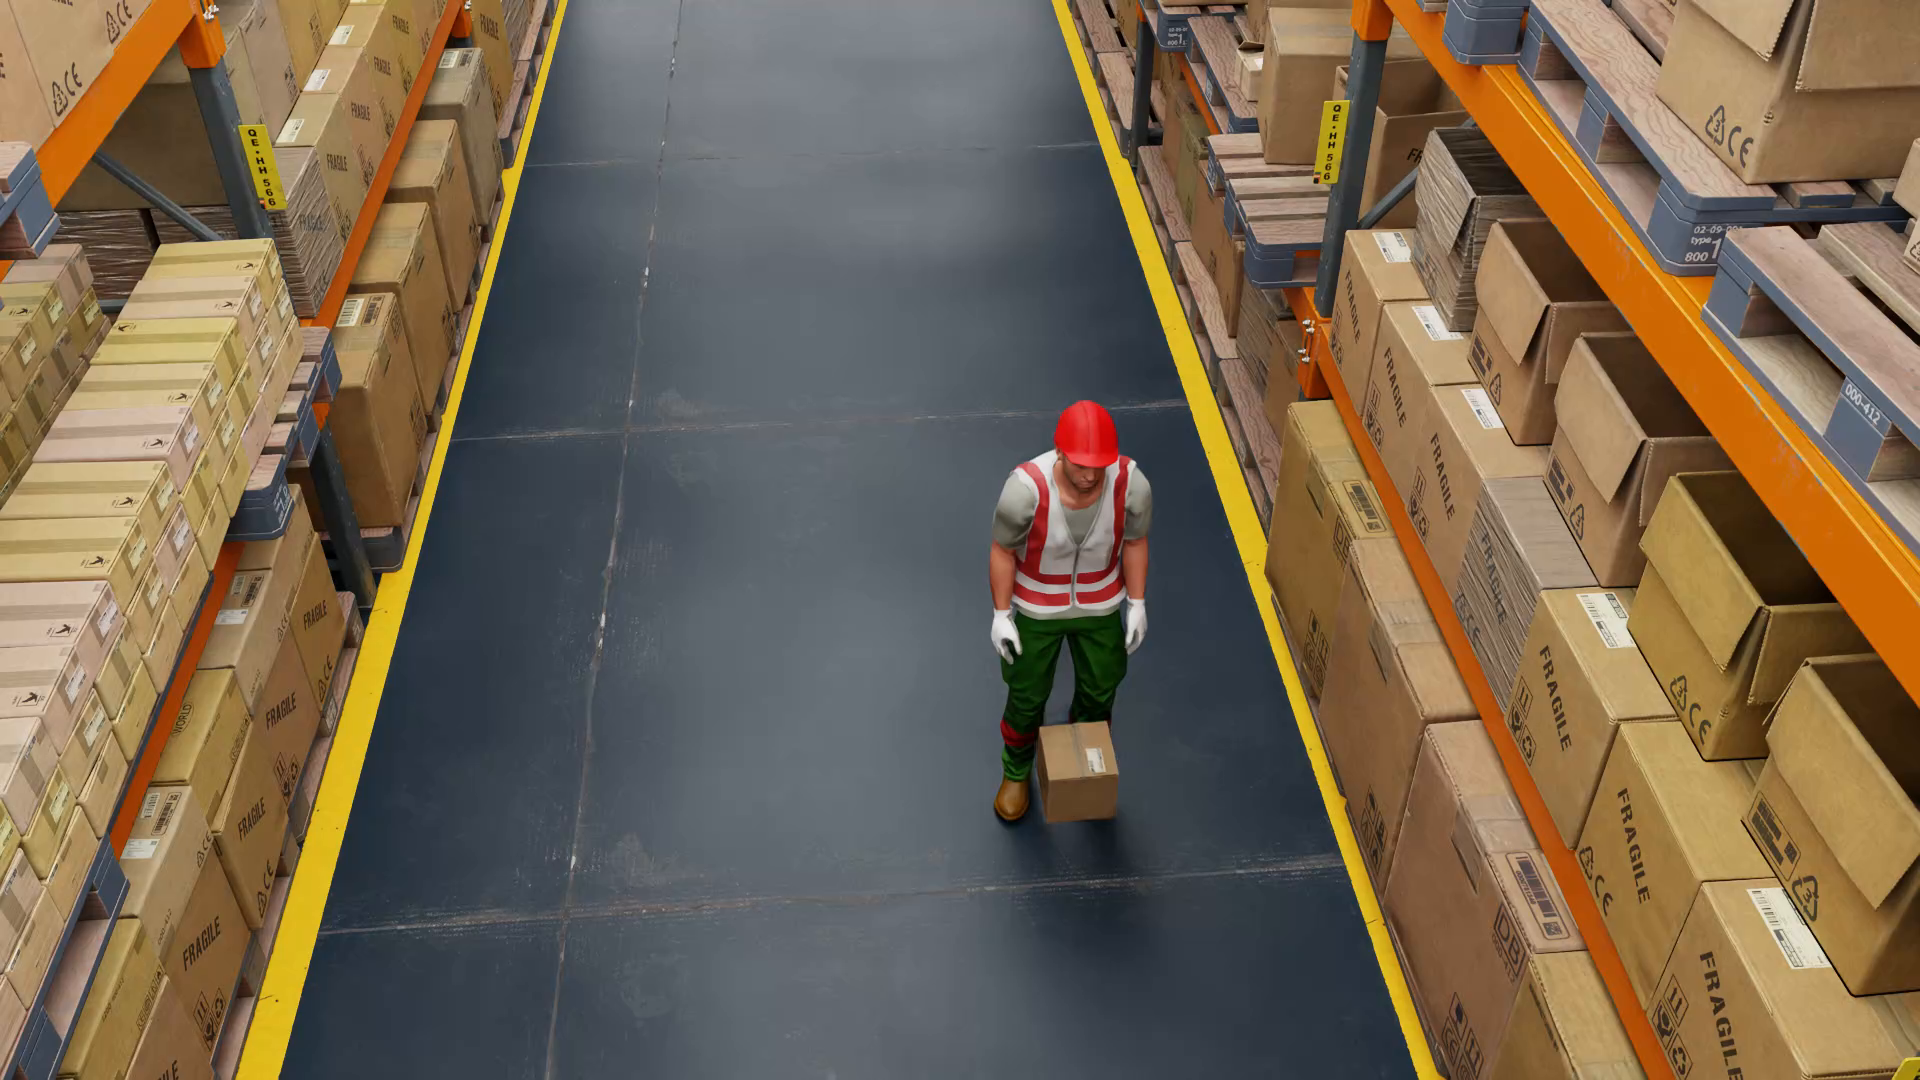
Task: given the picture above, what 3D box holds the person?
[{"bbox_3d":[0.379,0.246,5.833,0.563,1.782,0.431,-4,39,-5],"label":"person"}]
